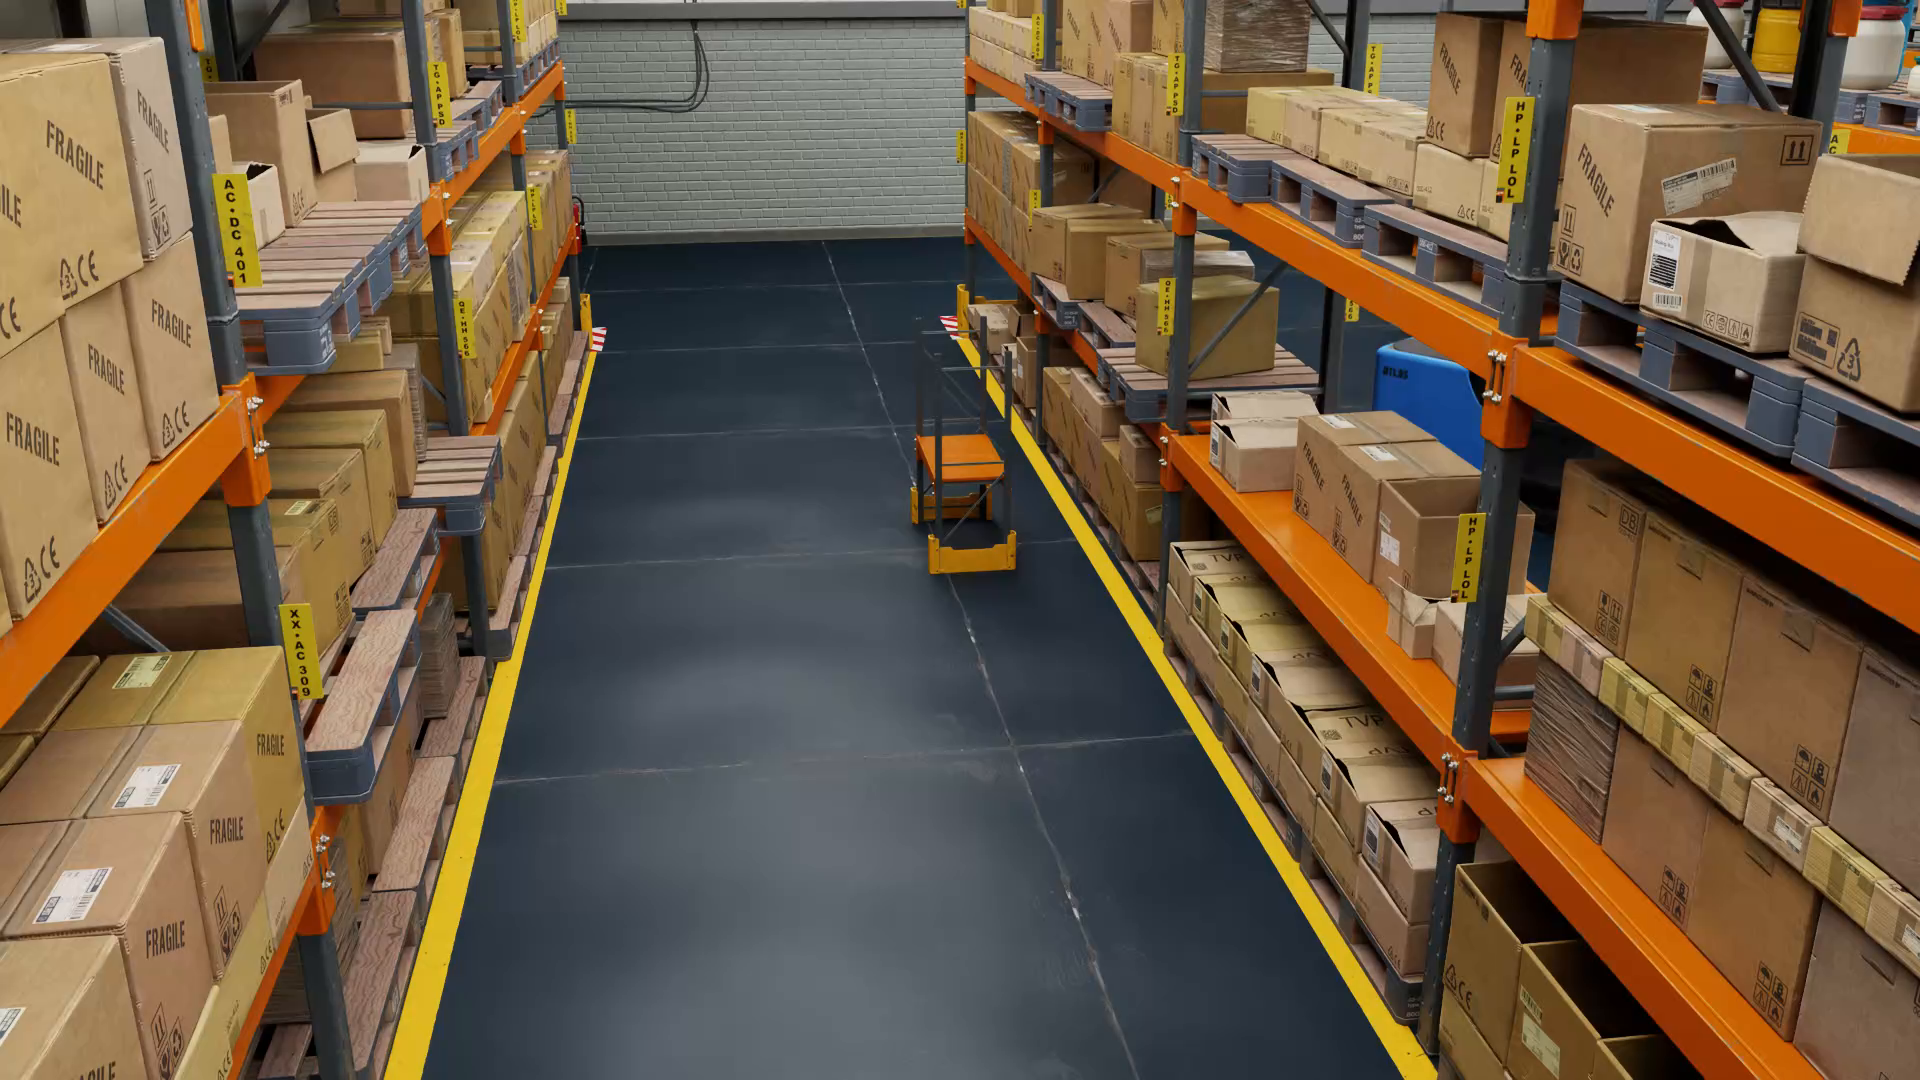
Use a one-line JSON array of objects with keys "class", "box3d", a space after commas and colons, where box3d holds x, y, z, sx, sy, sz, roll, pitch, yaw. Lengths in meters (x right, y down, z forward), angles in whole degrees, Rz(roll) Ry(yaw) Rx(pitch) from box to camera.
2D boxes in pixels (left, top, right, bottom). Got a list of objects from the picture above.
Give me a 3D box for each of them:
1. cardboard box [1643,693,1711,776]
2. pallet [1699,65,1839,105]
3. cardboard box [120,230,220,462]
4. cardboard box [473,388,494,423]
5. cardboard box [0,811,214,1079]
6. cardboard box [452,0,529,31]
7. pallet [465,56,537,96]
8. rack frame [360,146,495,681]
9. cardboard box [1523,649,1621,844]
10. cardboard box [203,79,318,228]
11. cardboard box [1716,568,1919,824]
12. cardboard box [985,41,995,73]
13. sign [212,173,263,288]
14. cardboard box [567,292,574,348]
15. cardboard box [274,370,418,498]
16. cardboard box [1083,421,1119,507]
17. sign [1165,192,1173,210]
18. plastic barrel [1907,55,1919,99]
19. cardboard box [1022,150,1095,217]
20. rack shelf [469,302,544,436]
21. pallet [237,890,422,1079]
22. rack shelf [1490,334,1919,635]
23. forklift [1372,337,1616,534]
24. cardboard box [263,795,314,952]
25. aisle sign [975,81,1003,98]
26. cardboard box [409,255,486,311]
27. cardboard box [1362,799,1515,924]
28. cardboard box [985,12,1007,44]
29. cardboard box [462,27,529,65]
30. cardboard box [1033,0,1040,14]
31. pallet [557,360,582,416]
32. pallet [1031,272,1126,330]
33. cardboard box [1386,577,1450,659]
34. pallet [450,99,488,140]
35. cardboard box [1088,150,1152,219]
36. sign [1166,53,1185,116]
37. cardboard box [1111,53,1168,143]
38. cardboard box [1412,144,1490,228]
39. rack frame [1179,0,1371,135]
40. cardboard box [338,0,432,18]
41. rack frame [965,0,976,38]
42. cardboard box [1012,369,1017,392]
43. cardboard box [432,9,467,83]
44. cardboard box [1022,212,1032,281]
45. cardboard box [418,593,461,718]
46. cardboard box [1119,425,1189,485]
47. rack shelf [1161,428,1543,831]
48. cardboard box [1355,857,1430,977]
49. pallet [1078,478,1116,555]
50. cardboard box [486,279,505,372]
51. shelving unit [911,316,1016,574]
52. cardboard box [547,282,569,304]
[{"class": "cardboard box", "box3d": [2.247, 0.557, 4.867, 0.380, 0.149, 0.250, -3, 21, -8]}, {"class": "pallet", "box3d": [6.244, -3.530, 12.864, 1.213, 0.211, 1.003, -3, 21, -8]}, {"class": "cardboard box", "box3d": [-2.298, -0.509, 4.333, 0.500, 0.500, 0.500, -2, 21, -6]}, {"class": "cardboard box", "box3d": [-2.993, -0.797, 9.893, 0.380, 0.149, 0.250, -2, 21, -6]}, {"class": "cardboard box", "box3d": [-2.102, 0.995, 3.880, 0.500, 0.500, 0.500, -4, 21, -9]}, {"class": "cardboard box", "box3d": [-3.595, -4.171, 12.710, 0.500, 0.500, 0.500, -3, 21, -8]}, {"class": "pallet", "box3d": [-3.877, -3.628, 12.982, 1.003, 0.211, 1.213, -3, 21, -8]}, {"class": "rack frame", "box3d": [-3.193, -0.596, 9.023, 1.000, 3.000, 0.127, -3, 21, -8]}, {"class": "cardboard box", "box3d": [2.356, 0.645, 5.560, 0.700, 0.500, 0.500, -3, 21, -9]}, {"class": "cardboard box", "box3d": [-2.794, -1.480, 6.361, 0.500, 0.500, 0.500, -4, 21, -10]}, {"class": "cardboard box", "box3d": [2.501, 0.385, 4.400, 0.700, 0.500, 0.500, -3, 21, -8]}, {"class": "cardboard box", "box3d": [0.511, -4.414, 15.174, 0.500, 0.250, 0.500, -3, 21, -8]}, {"class": "sign", "box3d": [-2.080, -0.888, 4.781, 0.100, 0.325, 0.005, -3, 21, -8]}, {"class": "cardboard box", "box3d": [-4.146, -2.154, 16.168, 0.700, 0.500, 0.500, -3, 21, -8]}, {"class": "cardboard box", "box3d": [-3.008, -0.494, 7.980, 0.700, 0.500, 0.500, -5, 21, -13]}, {"class": "cardboard box", "box3d": [1.186, -0.554, 11.857, 0.500, 0.500, 0.500, -4, 21, -10]}, {"class": "sign", "box3d": [1.681, -2.803, 13.280, 0.100, 0.325, 0.005, -3, 21, -8]}, {"class": "plastic barrel", "box3d": [6.311, -2.996, 10.761, 0.301, 0.262, 0.301, 0, 20, 0]}, {"class": "cardboard box", "box3d": [0.803, -2.909, 13.645, 0.500, 0.500, 0.500, -3, 21, -7]}, {"class": "rack shelf", "box3d": [-3.481, -0.951, 11.003, 1.077, 0.370, 4.000, -3, 21, -8]}, {"class": "pallet", "box3d": [-2.730, 1.826, 6.525, 1.003, 0.211, 1.213, -3, 21, -8]}, {"class": "rack shelf", "box3d": [2.574, 0.163, 3.735, 1.077, 0.370, 4.000, -3, 21, -8]}, {"class": "forklift", "box3d": [4.524, -1.570, 11.730, 1.130, 2.935, 3.031, -19, 28, -41]}, {"class": "cardboard box", "box3d": [-2.248, 0.999, 4.940, 0.500, 0.250, 0.500, -3, 21, -8]}, {"class": "aisle sign", "box3d": [0.255, -4.843, 16.681, 0.394, 0.787, 0.004, -3, 21, -8]}, {"class": "cardboard box", "box3d": [-3.081, -1.499, 9.773, 0.500, 0.250, 0.500, -3, 21, -9]}, {"class": "cardboard box", "box3d": [1.943, 1.241, 6.634, 0.500, 0.311, 0.500, -3, 21, -8]}, {"class": "cardboard box", "box3d": [0.515, -4.648, 15.087, 0.500, 0.250, 0.500, -3, 21, -8]}, {"class": "cardboard box", "box3d": [-3.608, -3.811, 12.818, 0.500, 0.250, 0.500, -3, 21, -8]}, {"class": "cardboard box", "box3d": [1.014, -4.672, 14.078, 0.700, 0.500, 0.500, -3, 21, -8]}, {"class": "pallet", "box3d": [-3.981, -1.365, 15.068, 1.003, 0.211, 1.213, -3, 21, -8]}, {"class": "pallet", "box3d": [1.139, -1.859, 12.682, 1.003, 0.211, 1.213, -3, 21, -8]}, {"class": "cardboard box", "box3d": [1.977, 0.306, 6.802, 0.396, 0.266, 0.258, -3, 21, -9]}, {"class": "pallet", "box3d": [-3.502, -2.520, 10.158, 1.003, 0.211, 1.213, -2, 21, -5]}, {"class": "cardboard box", "box3d": [1.343, -2.924, 13.686, 0.500, 0.500, 0.500, -2, 21, -6]}, {"class": "sign", "box3d": [1.171, -2.467, 9.009, 0.100, 0.325, 0.005, -3, 21, -8]}, {"class": "cardboard box", "box3d": [1.464, -2.805, 10.508, 0.910, 0.500, 0.500, -3, 21, -8]}, {"class": "cardboard box", "box3d": [2.124, -1.397, 6.497, 0.500, 0.250, 0.500, -5, 21, -13]}, {"class": "rack frame", "box3d": [1.709, -3.657, 8.646, 1.000, 3.000, 0.127, -3, 21, -8]}, {"class": "cardboard box", "box3d": [-3.678, -3.488, 10.638, 0.500, 0.250, 0.500, -4, 21, -9]}, {"class": "rack frame", "box3d": [0.555, -6.427, 16.062, 1.000, 3.000, 0.127, -3, 21, -8]}, {"class": "cardboard box", "box3d": [0.656, -1.412, 14.655, 0.380, 0.149, 0.250, -3, 21, -8]}, {"class": "cardboard box", "box3d": [-3.751, -3.328, 11.282, 0.700, 0.500, 0.500, -4, 21, -11]}, {"class": "cardboard box", "box3d": [0.806, -2.439, 13.815, 0.500, 0.500, 0.500, -3, 21, -7]}, {"class": "cardboard box", "box3d": [-3.037, 0.616, 8.723, 0.700, 0.500, 0.500, -3, 21, -7]}, {"class": "cardboard box", "box3d": [1.329, -0.564, 10.812, 0.500, 0.250, 0.500, -2, 21, -6]}, {"class": "rack shelf", "box3d": [1.997, 0.183, 7.968, 1.077, 0.370, 4.000, -3, 21, -8]}, {"class": "cardboard box", "box3d": [1.939, 1.501, 6.741, 0.500, 0.250, 0.500, -3, 21, -8]}, {"class": "pallet", "box3d": [1.466, -0.222, 12.009, 1.003, 0.211, 1.213, -3, 21, -8]}, {"class": "cardboard box", "box3d": [-3.146, -1.326, 10.382, 0.500, 0.500, 0.500, -3, 21, -8]}, {"class": "shelving unit", "box3d": [0.011, -0.676, 11.383, 0.587, 1.500, 1.083, -3, 21, -8]}, {"class": "cardboard box", "box3d": [-3.910, -2.334, 15.723, 0.380, 0.149, 0.250, -2, 21, -6]}]
